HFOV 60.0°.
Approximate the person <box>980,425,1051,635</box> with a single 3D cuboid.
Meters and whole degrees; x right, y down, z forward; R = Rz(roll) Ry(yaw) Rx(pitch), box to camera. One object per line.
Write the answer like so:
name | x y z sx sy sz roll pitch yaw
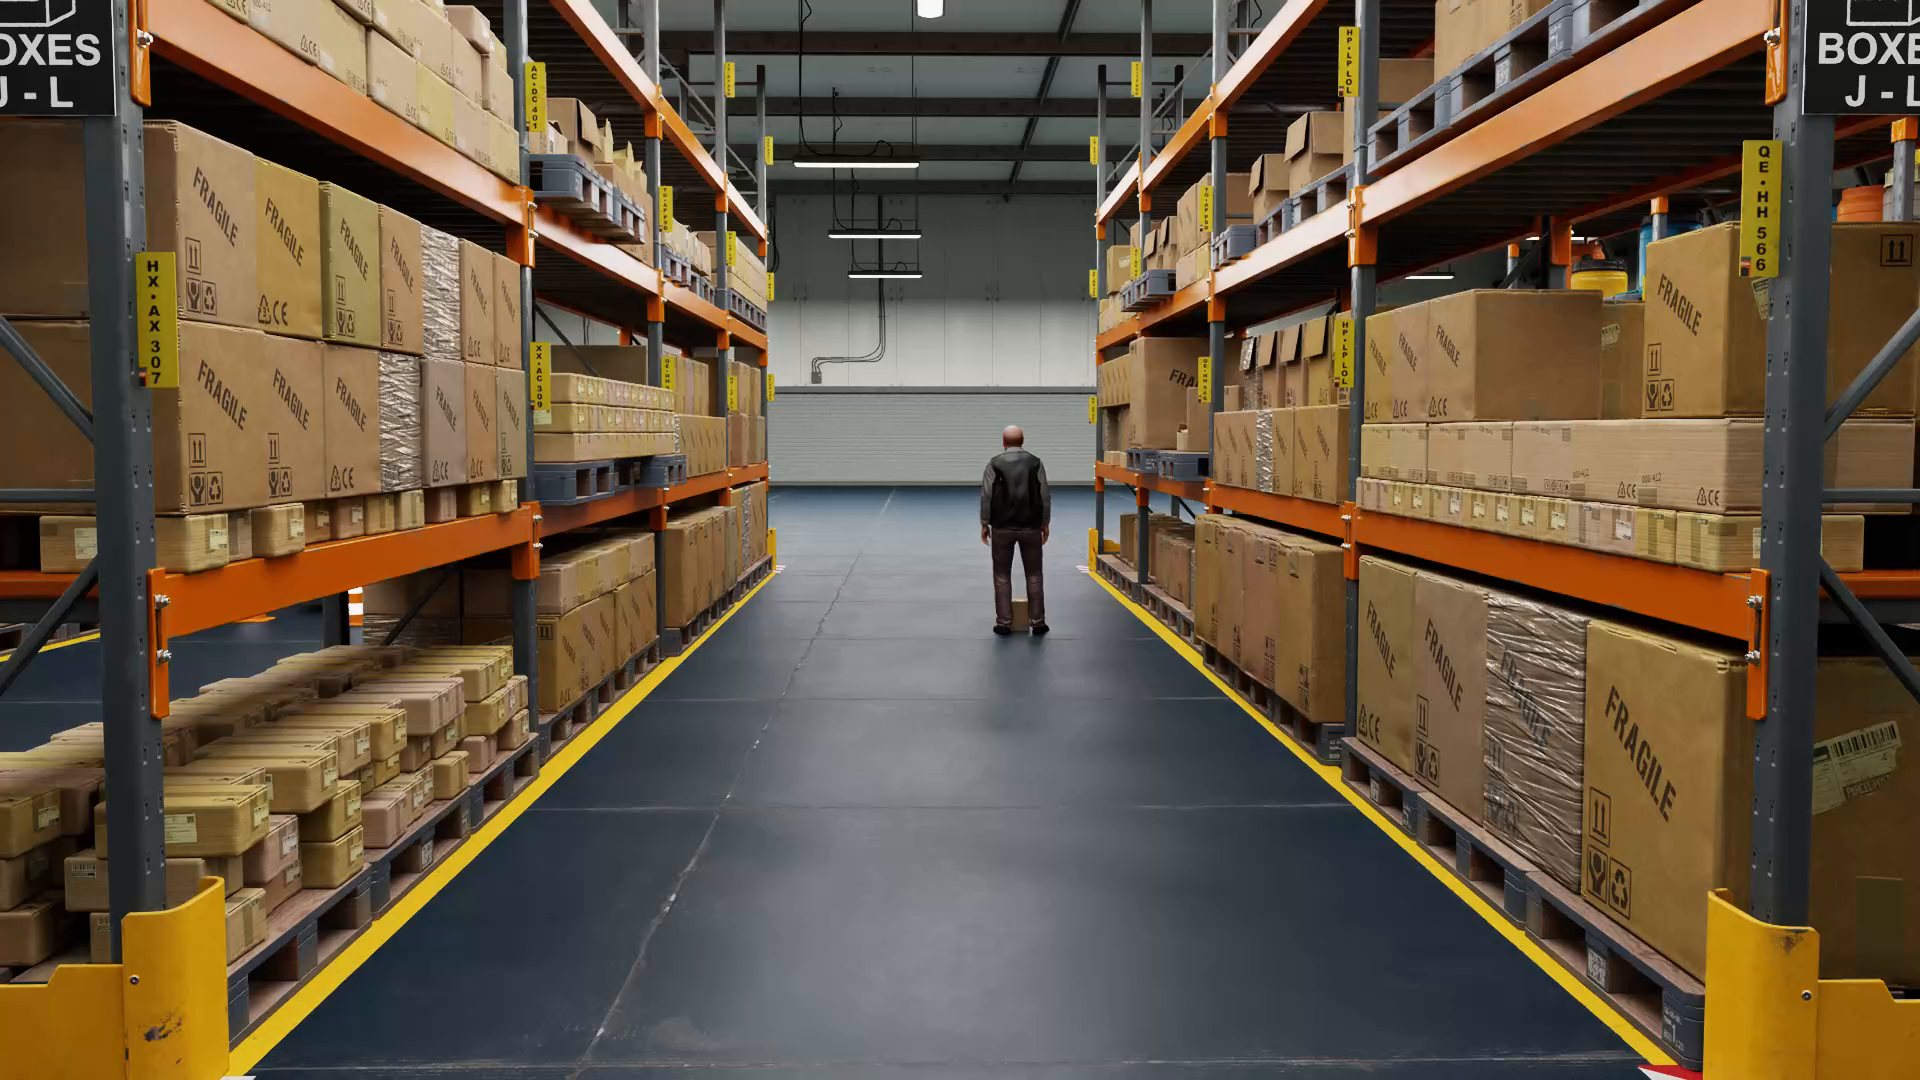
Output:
person | 0.462 -0.086 13.724 0.594 1.722 0.414 0 4 -4
